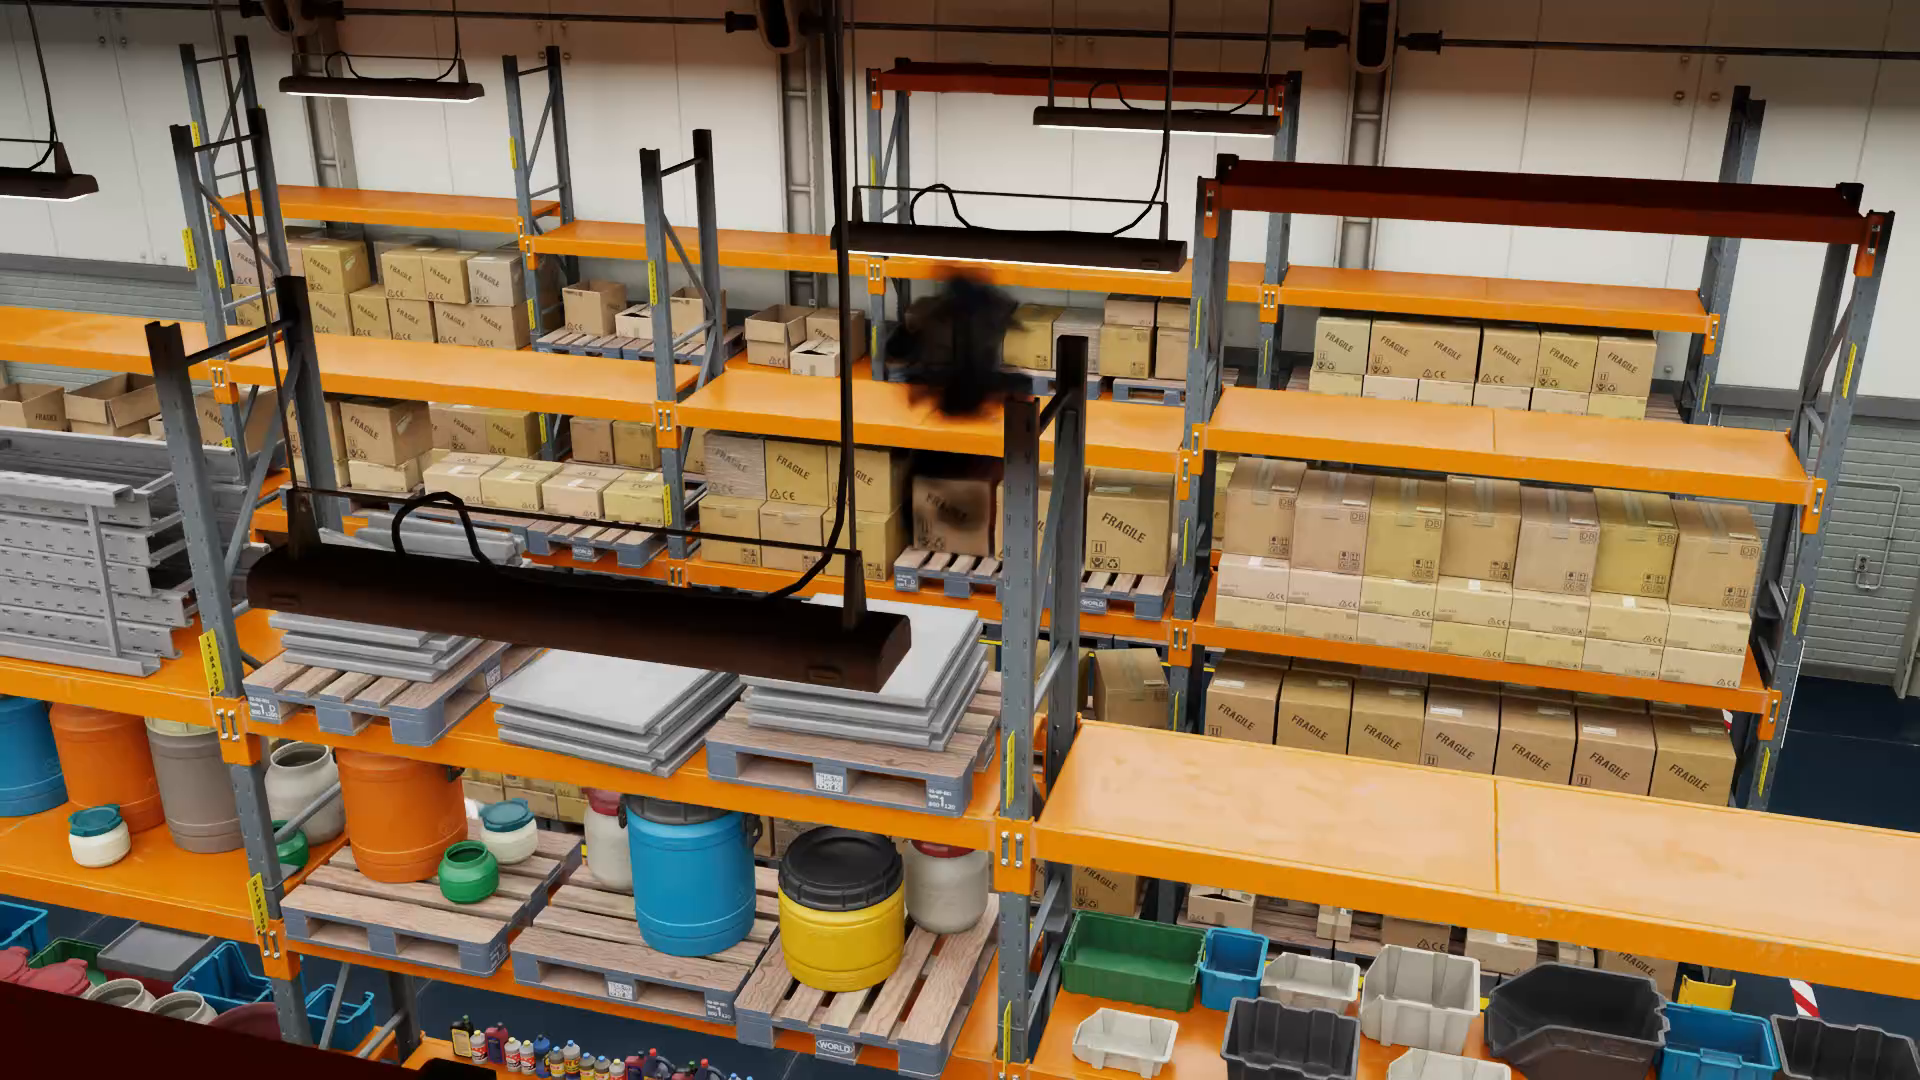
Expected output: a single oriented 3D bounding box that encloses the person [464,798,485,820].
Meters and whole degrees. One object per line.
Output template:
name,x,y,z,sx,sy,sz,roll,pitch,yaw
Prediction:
person,-3.806,2.530,12.389,0.660,1.765,0.679,3,23,8
